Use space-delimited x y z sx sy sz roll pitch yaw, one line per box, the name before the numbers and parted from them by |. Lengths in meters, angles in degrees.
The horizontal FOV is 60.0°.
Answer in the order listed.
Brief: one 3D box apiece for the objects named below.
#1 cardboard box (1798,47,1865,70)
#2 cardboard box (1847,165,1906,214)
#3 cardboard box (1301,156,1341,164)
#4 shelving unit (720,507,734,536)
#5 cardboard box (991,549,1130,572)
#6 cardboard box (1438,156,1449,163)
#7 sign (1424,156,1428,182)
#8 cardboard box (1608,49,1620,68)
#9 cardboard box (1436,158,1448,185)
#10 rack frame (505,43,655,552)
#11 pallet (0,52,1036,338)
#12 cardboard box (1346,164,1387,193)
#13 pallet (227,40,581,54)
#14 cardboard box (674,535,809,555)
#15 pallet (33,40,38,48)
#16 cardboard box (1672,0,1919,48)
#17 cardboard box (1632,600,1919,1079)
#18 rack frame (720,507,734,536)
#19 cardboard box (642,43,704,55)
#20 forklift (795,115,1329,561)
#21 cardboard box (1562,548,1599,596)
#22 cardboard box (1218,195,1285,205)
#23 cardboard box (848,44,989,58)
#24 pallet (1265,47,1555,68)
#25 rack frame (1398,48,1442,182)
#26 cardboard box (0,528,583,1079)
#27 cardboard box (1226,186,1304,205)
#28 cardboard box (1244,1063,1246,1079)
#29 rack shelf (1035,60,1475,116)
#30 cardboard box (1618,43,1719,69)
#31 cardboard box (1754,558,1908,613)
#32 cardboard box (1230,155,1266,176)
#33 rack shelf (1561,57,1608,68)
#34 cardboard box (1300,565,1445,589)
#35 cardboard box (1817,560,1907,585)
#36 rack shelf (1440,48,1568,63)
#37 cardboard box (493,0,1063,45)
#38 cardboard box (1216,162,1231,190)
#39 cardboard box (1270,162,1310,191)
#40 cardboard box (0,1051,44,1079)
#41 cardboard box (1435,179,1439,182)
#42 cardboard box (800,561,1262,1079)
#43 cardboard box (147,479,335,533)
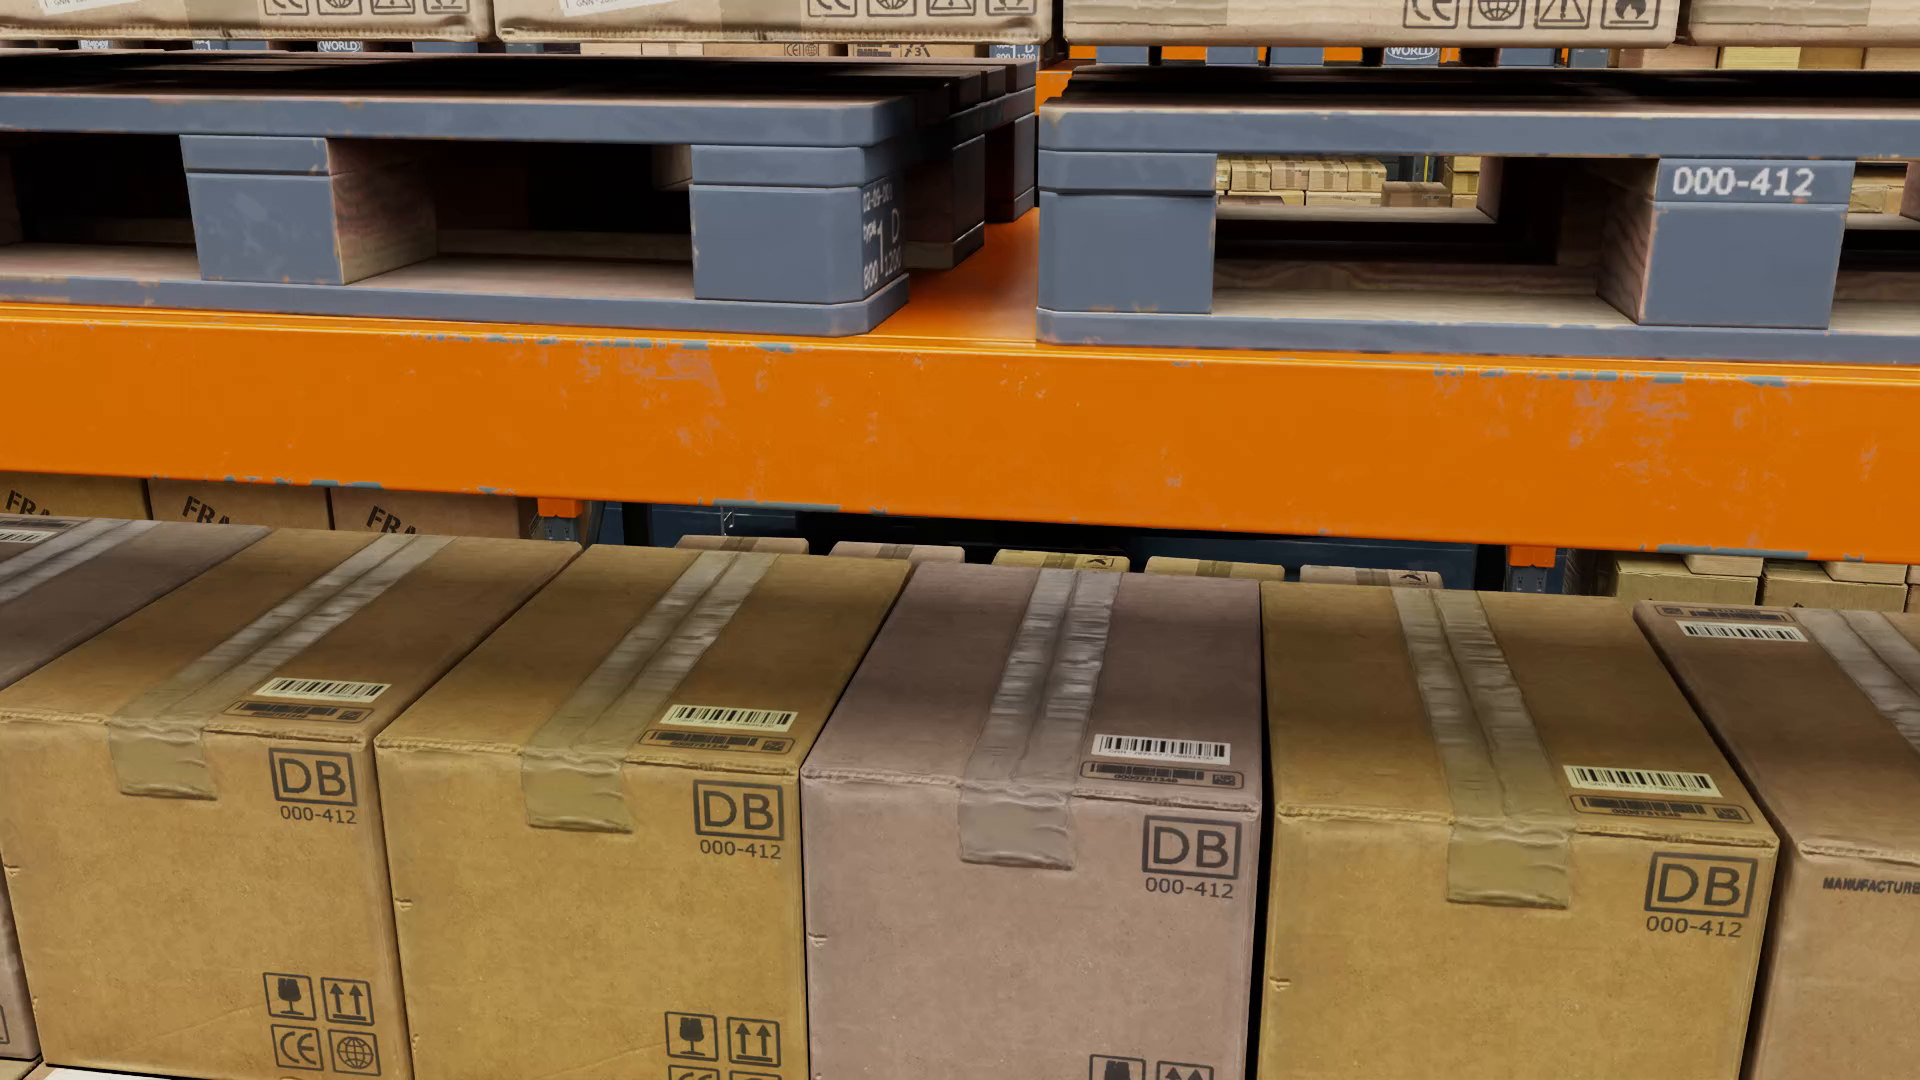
cardboard box | 3.092 -1.774 6.048 0.250 0.149 0.380 3 19 9
cardboard box | 3.212 -1.112 6.198 0.500 0.500 0.700 3 19 9
cardboard box | 2.525 -2.597 11.658 0.250 0.149 0.380 2 19 7
shelving unit | -1.148 -0.612 9.741 0.503 1.200 0.258 2 19 6
cardboard box | 0.396 0.380 7.421 0.625 0.372 0.950 4 19 10
cardboard box | 3.458 -2.702 11.503 0.250 0.149 0.380 3 19 9
sign | 3.018 -2.468 10.753 0.005 0.325 0.100 3 19 9
cardboard box | 2.672 -1.955 6.588 0.250 0.149 0.380 3 19 9
cardboard box | 3.453 -2.547 11.507 0.250 0.149 0.380 3 19 8
rack frame | -1.638 -0.773 7.387 0.127 3.000 1.000 3 19 9
pallet | -0.575 -0.479 2.079 1.213 0.211 1.003 4 19 11
cardboard box | 2.722 -2.430 11.159 0.250 0.149 0.380 4 19 11
pallet | -2.282 -2.122 6.989 1.003 0.211 1.213 4 19 11
cardboard box | -1.082 0.305 7.643 0.625 0.372 0.950 2 19 5
pallet | -4.674 -2.276 7.452 1.217 0.209 0.805 2 19 6
cardboard box | 0.903 -0.600 1.558 0.500 0.250 0.500 3 19 9
cardboard box | 1.135 0.439 2.030 0.500 0.500 0.700 3 19 8
rack frame | -1.390 -0.621 9.768 0.015 1.200 0.240 2 19 6
cardboard box | -1.102 -2.050 6.688 0.258 0.266 0.396 3 19 9
forklift | 0.621 -1.367 9.269 3.031 2.935 1.130 2 19 6
cardboard box | 2.938 0.123 7.199 0.500 0.500 0.500 3 19 8
cardboard box | 1.137 -1.250 6.503 0.250 0.149 0.380 2 19 7
cardboard box | -0.128 -2.177 6.692 0.637 0.503 0.797 3 19 9
pallet | 1.719 -1.970 6.532 1.003 0.211 1.213 3 19 9
rack frame | 3.095 -2.127 11.434 0.127 3.000 1.000 3 19 9
cardboard box | -0.875 0.337 2.336 0.500 0.500 0.700 3 19 8
cardboard box | 2.061 -2.262 11.284 0.500 0.250 0.500 2 19 7
cardboard box | 0.569 0.968 2.024 0.500 0.500 0.500 3 19 8
rack shelf | 0.337 -1.754 6.725 4.000 0.370 1.077 3 19 9
cardboard box | 2.583 -1.782 6.070 0.250 0.149 0.380 3 19 8
cardboard box | 3.381 0.315 6.625 0.500 0.500 0.500 4 19 11
cardboard box | 2.023 -2.616 11.716 0.250 0.149 0.380 3 19 8
rack shelf | 4.286 -1.553 6.123 4.000 0.370 1.077 3 19 9
cardboard box | 1.793 0.449 7.213 0.625 0.372 0.950 3 19 9
cardboard box | 3.473 0.034 6.441 0.250 0.149 0.380 4 19 11
rack shelf | 5.070 -3.108 10.771 4.000 0.370 1.077 3 19 9
cardboard box | -0.140 -0.662 1.649 0.500 0.311 0.500 2 19 7
cardboard box | 1.702 -2.471 11.280 0.250 0.149 0.380 2 19 7
cardboard box | 2.232 -2.466 11.267 0.250 0.149 0.380 3 19 9
cardboard box | -1.421 0.867 2.327 0.500 0.500 0.500 3 19 8
cardboard box | 3.581 -2.237 11.604 0.500 0.500 0.500 3 19 8
cardboard box | 0.128 0.388 2.182 0.500 0.500 0.700 3 19 9
cardboard box | -3.187 -0.072 7.978 0.875 0.875 0.875 3 19 9
